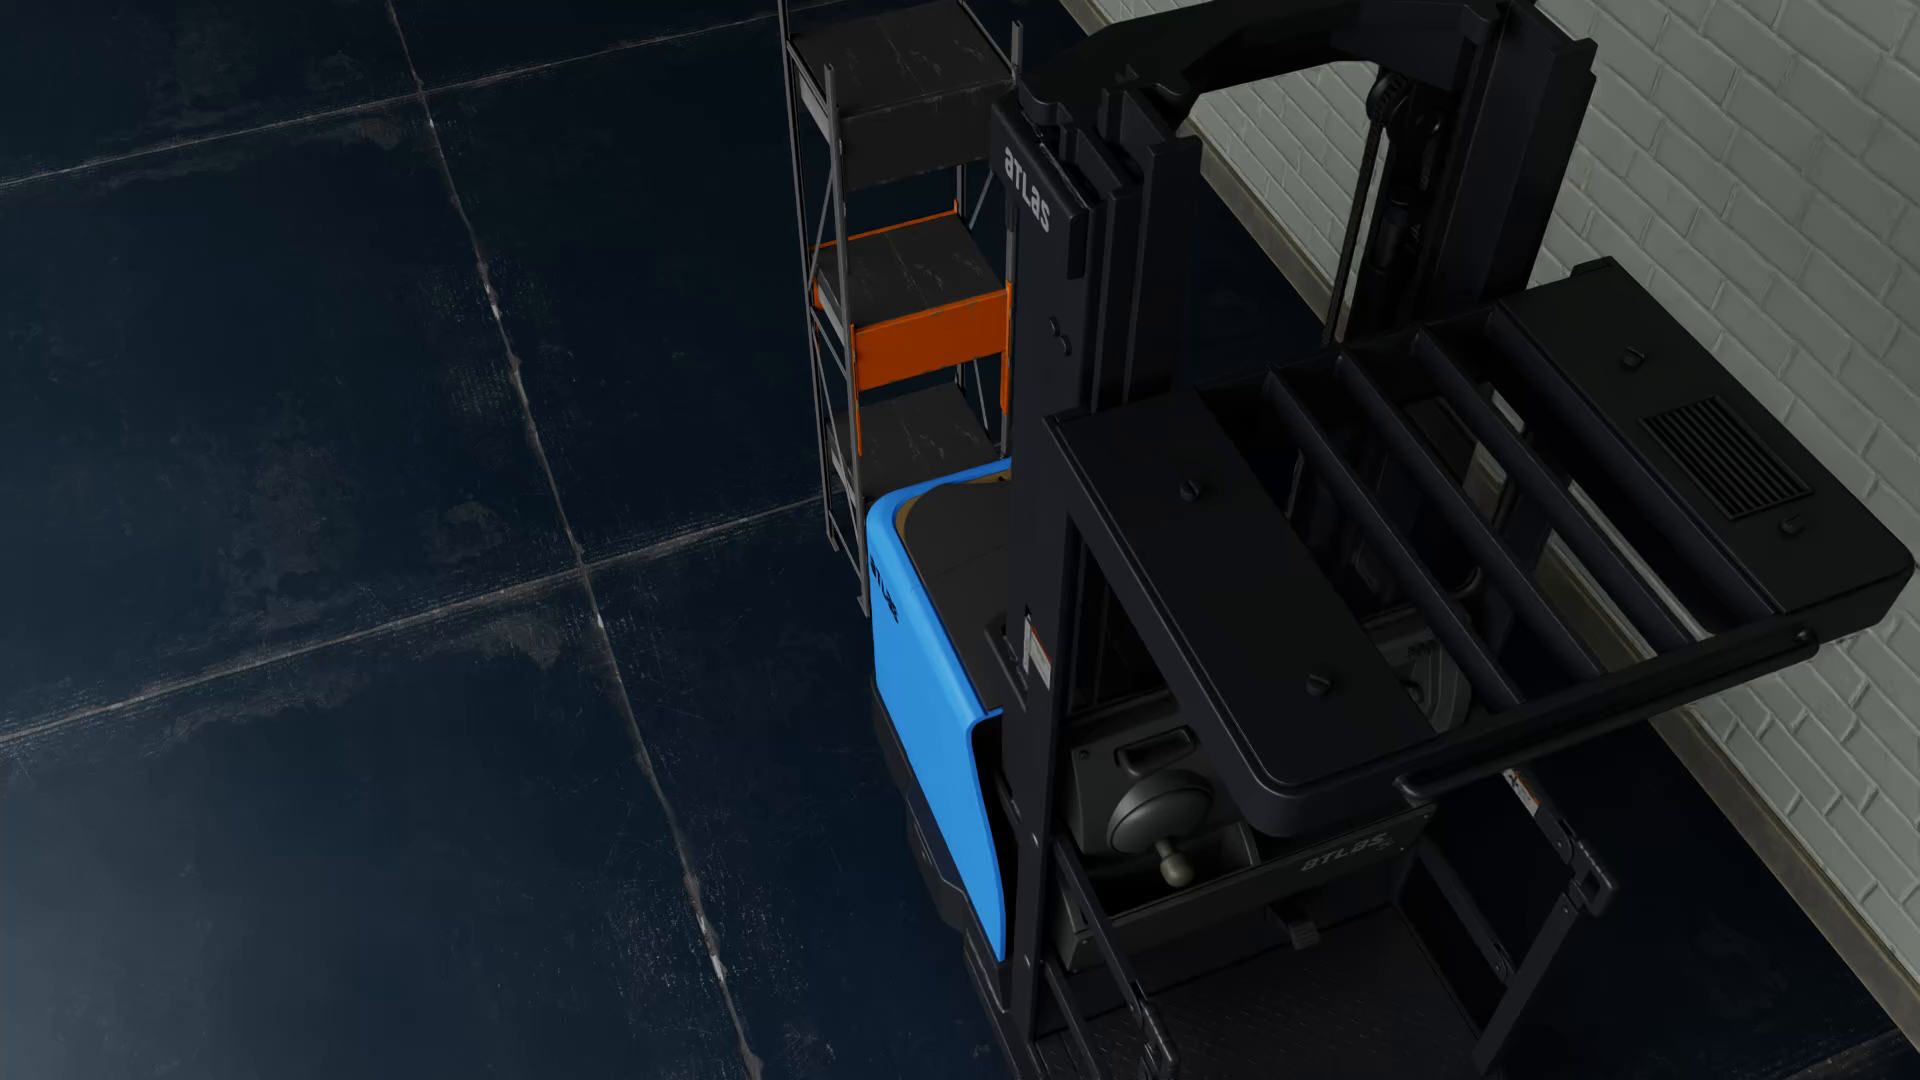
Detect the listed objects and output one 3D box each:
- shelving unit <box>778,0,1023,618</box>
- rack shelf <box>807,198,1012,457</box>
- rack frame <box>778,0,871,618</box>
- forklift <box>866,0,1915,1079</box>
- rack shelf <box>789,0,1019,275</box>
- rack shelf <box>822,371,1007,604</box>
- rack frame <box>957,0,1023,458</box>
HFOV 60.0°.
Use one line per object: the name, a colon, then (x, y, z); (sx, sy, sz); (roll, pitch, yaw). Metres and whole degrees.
shelving unit: (-0.153, -0.637, 4.913); (0.503, 2.100, 0.431); (-17, 52, -14)
rack shelf: (-0.153, -0.628, 4.923); (0.480, 0.518, 0.431); (-17, 52, -14)
rack frame: (-0.379, -0.567, 4.853); (0.015, 2.100, 0.400); (-17, 52, -14)
forklift: (0.745, 0.539, 3.355); (1.130, 2.935, 3.031); (-17, 51, -14)
rack shelf: (-0.153, -1.084, 4.392); (0.480, 0.518, 0.431); (-17, 52, -14)
rack shelf: (-0.153, -0.172, 5.454); (0.480, 0.518, 0.431); (-17, 52, -14)
rack frame: (0.073, -0.707, 4.973); (0.015, 2.100, 0.400); (-17, 52, -14)
